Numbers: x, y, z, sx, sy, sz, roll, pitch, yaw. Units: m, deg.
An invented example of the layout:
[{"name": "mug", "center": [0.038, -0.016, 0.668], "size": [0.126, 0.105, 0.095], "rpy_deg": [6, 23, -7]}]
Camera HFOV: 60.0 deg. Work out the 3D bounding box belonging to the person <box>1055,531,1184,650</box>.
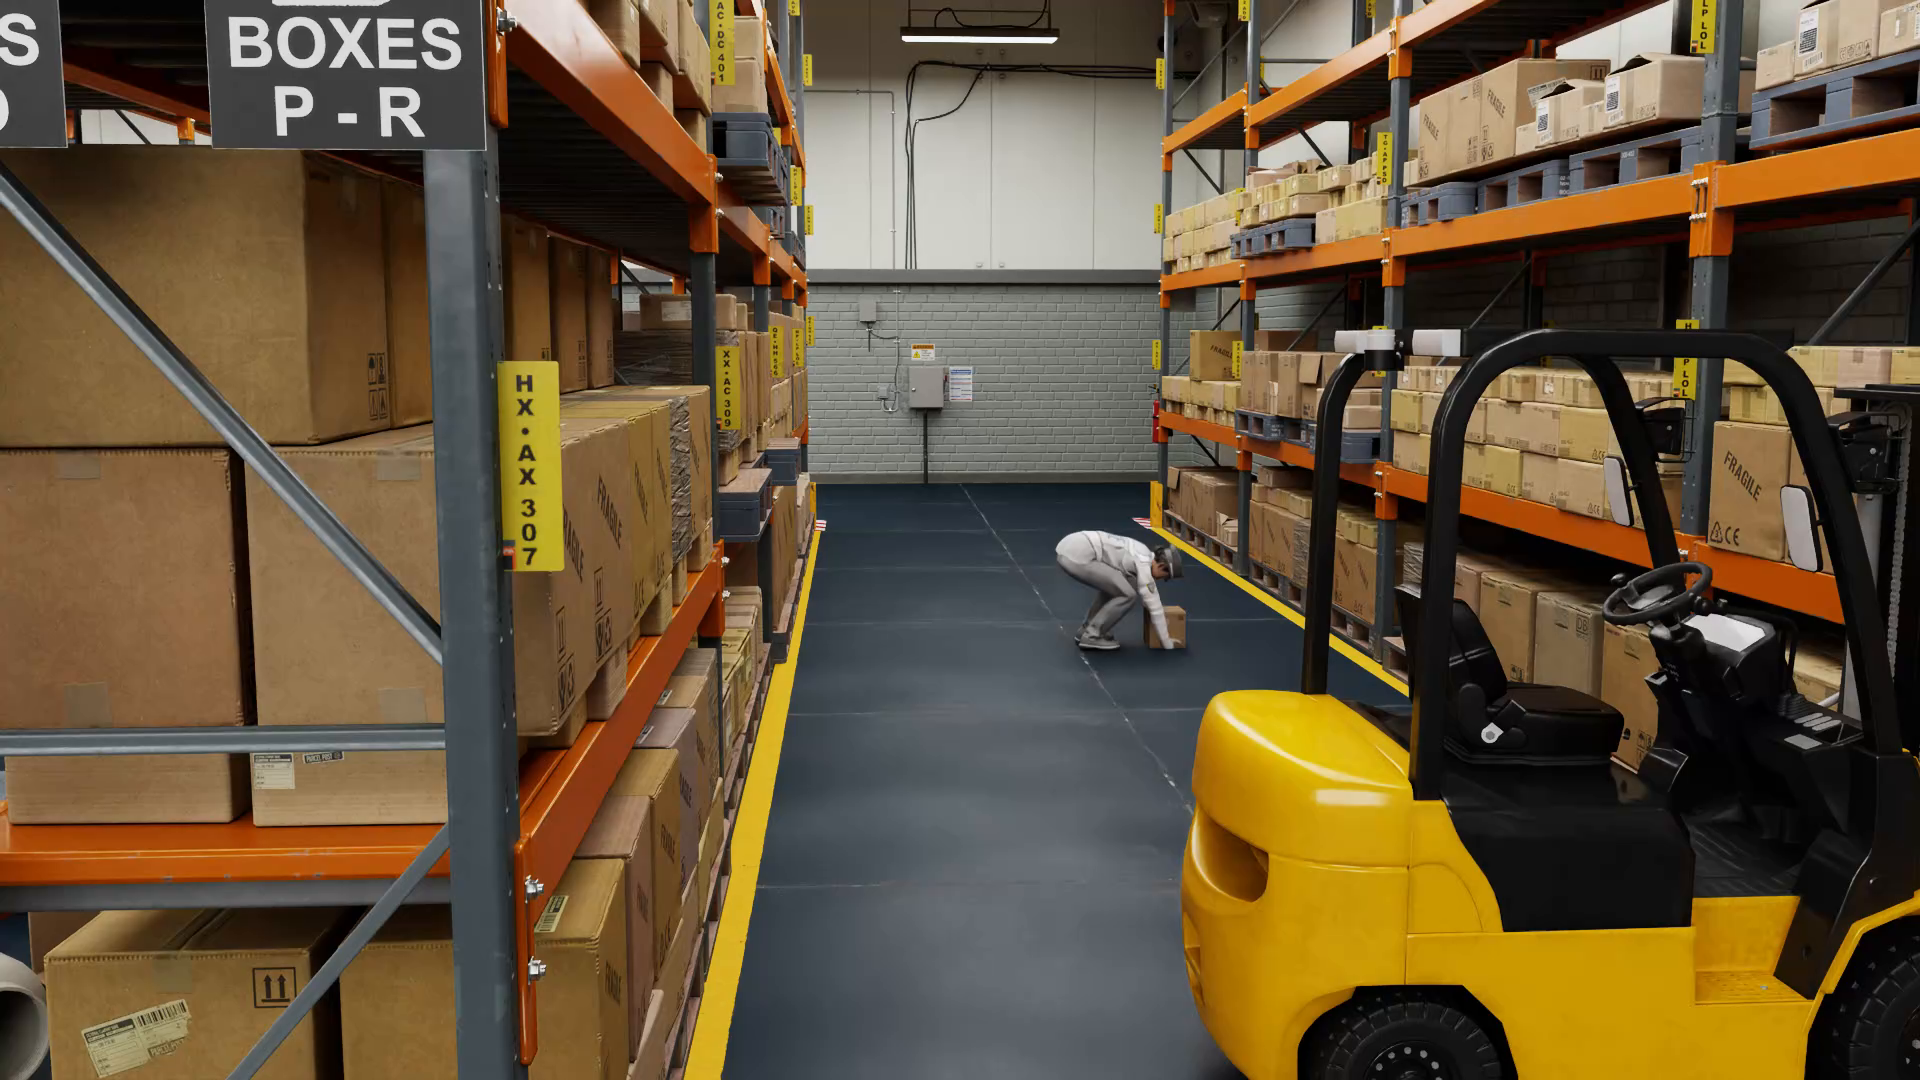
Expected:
[{"name": "person", "center": [1.115, 0.347, 11.529], "size": [0.888, 0.823, 0.469], "rpy_deg": [-1, 7, -6]}]
